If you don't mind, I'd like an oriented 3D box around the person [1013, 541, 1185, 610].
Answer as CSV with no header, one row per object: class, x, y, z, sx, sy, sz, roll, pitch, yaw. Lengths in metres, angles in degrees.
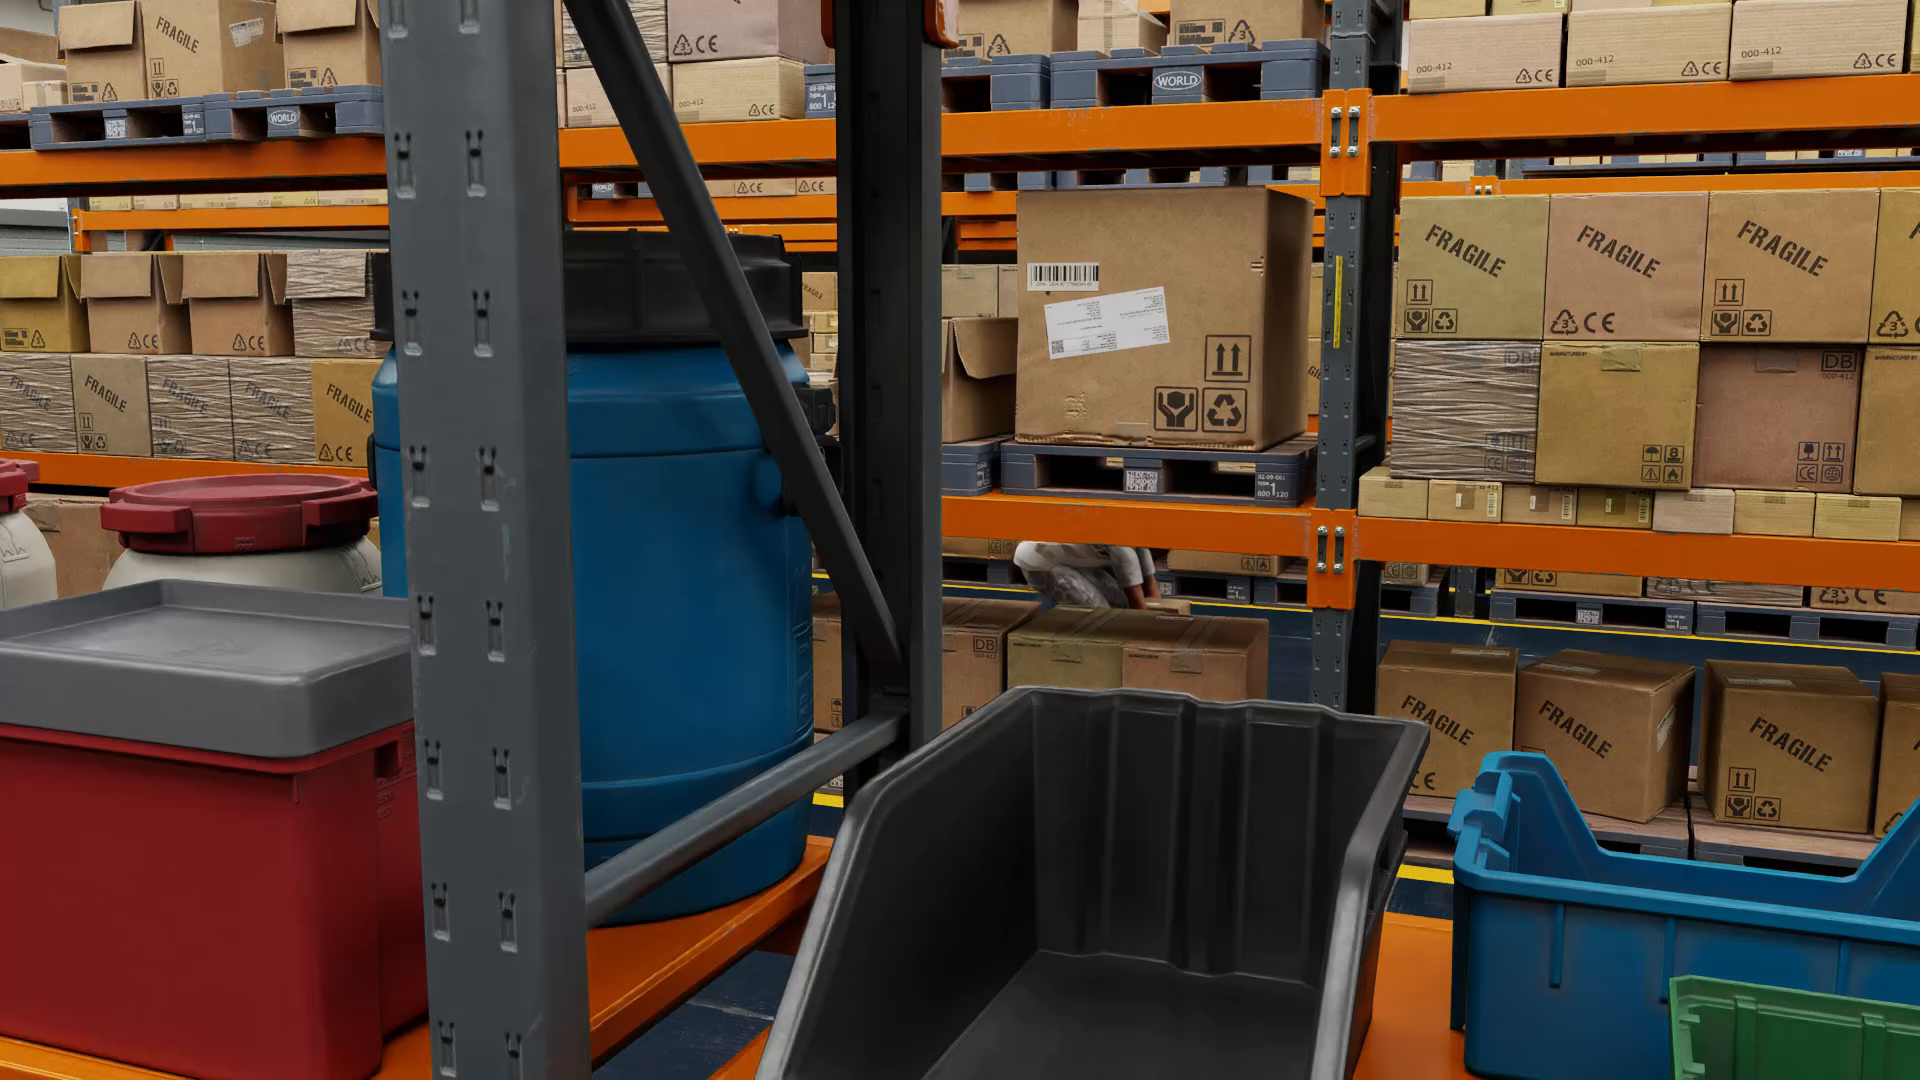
person,0.786,0.278,9.090,0.966,0.993,0.547,3,9,19
